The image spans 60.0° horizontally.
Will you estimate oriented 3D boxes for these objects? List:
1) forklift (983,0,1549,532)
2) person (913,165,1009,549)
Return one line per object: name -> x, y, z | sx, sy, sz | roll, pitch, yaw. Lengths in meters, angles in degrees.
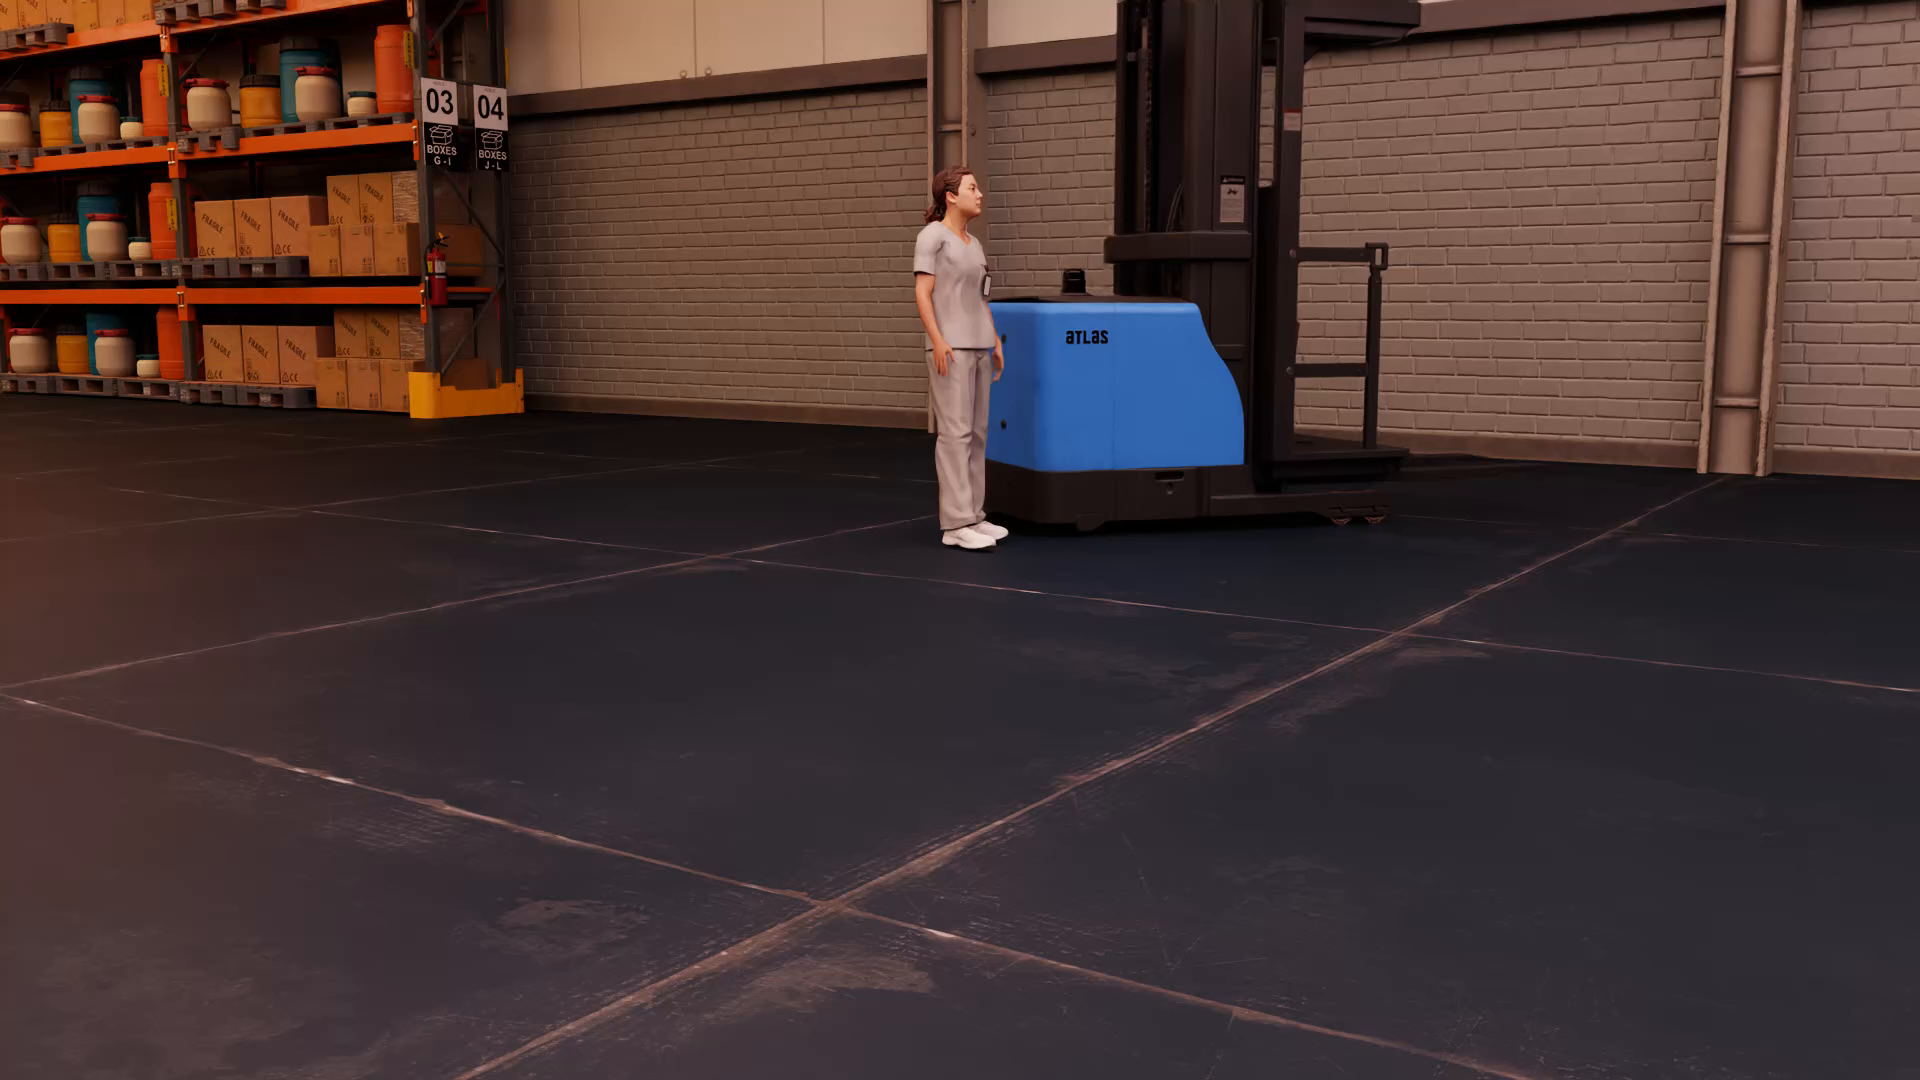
forklift -> 1.592, -1.594, 8.401 | 3.031, 2.935, 1.130 | -3, 9, -21
person -> 0.054, -0.829, 7.432 | 0.548, 1.672, 0.549 | 5, 10, 34
